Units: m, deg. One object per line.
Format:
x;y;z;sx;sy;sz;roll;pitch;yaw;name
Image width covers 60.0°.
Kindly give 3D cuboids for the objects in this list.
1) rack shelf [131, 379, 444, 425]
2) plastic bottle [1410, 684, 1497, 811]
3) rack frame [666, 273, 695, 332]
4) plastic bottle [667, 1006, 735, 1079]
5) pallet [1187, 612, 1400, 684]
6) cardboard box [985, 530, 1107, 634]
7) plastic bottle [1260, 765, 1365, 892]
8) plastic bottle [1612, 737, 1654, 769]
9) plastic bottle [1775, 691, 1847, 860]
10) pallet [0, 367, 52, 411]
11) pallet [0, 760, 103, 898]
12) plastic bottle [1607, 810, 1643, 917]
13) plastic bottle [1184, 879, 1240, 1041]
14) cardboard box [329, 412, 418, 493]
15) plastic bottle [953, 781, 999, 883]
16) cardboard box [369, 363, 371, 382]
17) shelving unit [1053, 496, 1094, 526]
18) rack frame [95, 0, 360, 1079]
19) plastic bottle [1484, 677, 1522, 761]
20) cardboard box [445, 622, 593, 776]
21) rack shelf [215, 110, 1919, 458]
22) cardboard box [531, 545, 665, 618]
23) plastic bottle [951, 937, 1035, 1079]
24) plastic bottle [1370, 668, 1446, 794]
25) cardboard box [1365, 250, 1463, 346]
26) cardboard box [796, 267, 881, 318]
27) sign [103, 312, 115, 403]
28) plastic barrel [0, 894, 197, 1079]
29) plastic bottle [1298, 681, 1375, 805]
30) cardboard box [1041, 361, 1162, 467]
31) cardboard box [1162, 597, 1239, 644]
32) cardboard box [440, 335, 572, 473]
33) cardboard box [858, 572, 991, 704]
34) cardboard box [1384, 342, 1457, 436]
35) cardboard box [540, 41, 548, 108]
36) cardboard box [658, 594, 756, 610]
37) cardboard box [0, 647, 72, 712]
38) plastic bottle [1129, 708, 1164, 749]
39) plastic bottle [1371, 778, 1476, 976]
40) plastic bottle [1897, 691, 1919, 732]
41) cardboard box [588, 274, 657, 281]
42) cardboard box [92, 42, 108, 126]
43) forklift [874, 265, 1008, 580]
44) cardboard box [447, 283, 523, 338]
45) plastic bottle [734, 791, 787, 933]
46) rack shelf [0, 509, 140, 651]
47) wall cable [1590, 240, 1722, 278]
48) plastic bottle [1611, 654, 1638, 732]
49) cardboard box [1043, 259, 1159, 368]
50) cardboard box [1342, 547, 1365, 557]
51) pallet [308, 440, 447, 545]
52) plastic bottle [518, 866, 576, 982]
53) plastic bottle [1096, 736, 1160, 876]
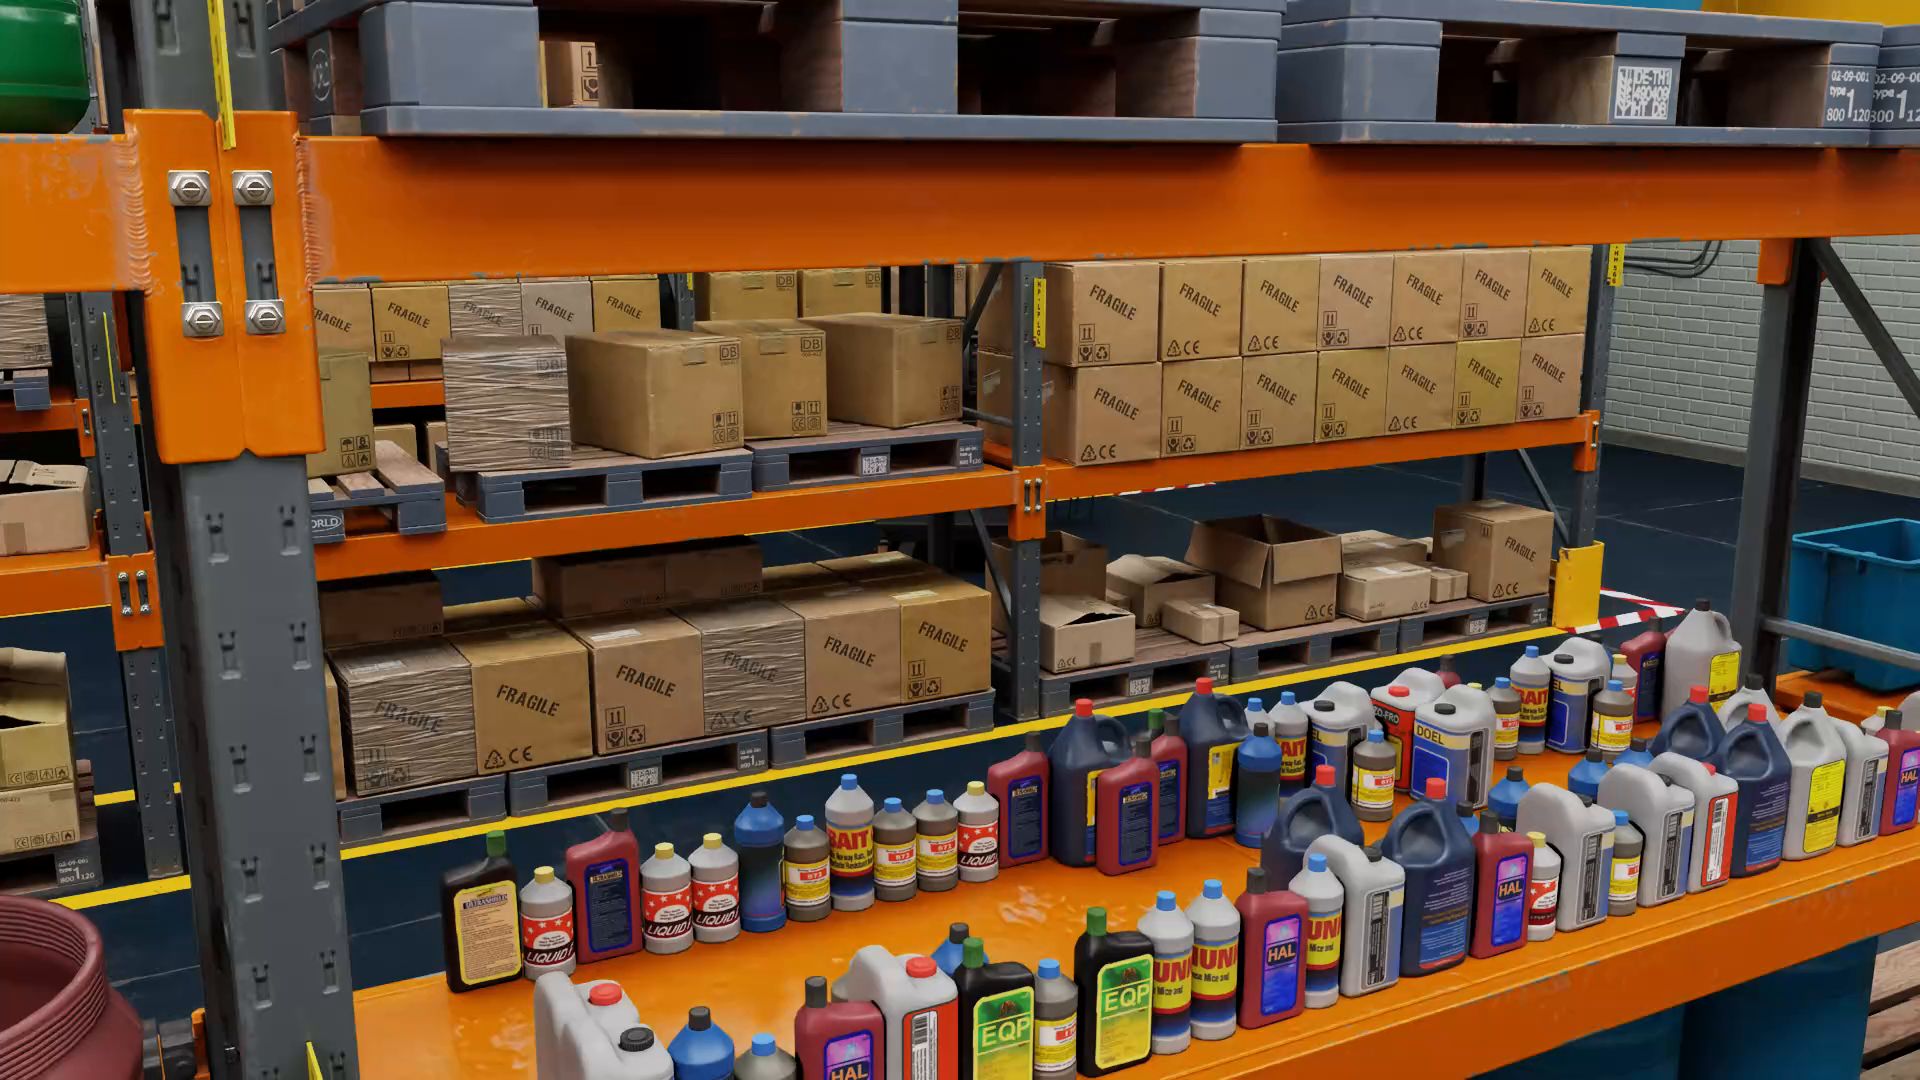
-4.019;-1.025;11.971;4.000;0.370;1.077;-7;14;-28;rack shelf
1.154;0.485;3.904;0.135;0.276;0.152;-7;14;-28;plastic bottle
-2.264;-1.586;12.827;0.127;3.000;1.000;-7;14;-28;rack frame
-0.378;0.816;2.444;0.097;0.271;0.097;0;13;0;plastic bottle
1.788;0.527;9.787;1.213;0.211;1.003;-7;14;-28;pallet
0.477;0.258;9.322;0.500;0.500;0.500;-7;14;-28;cardboard box
0.675;0.607;3.191;0.185;0.351;0.144;-7;14;-28;plastic bottle
1.453;0.559;3.588;0.097;0.271;0.097;0;13;0;plastic bottle
1.833;0.507;3.639;0.185;0.351;0.144;-7;14;-28;plastic bottle
-6.349;-0.977;10.554;1.003;0.211;1.213;-7;14;-28;pallet
-4.139;1.228;6.672;1.213;0.211;1.003;-7;14;-28;pallet
1.322;0.647;3.357;0.097;0.201;0.097;0;13;0;plastic bottle
0.433;0.719;2.876;0.097;0.271;0.097;0;13;0;plastic bottle
-4.294;-0.465;11.782;0.750;0.750;0.750;-7;14;-28;cardboard box
0.034;0.611;3.514;0.097;0.201;0.097;0;13;0;plastic bottle
-4.259;-1.184;11.563;0.250;0.149;0.380;-7;14;-27;cardboard box
0.947;-0.714;13.011;0.258;1.200;0.189;-8;25;-33;shelving unit
-1.028;0.744;2.473;0.127;3.000;1.000;-7;14;-28;rack frame
1.373;0.451;4.228;0.097;0.201;0.097;0;13;0;plastic bottle
-1.962;0.693;7.391;0.500;0.500;0.500;-7;14;-29;cardboard box
0.728;-0.579;3.158;4.000;0.370;1.077;-7;14;-28;rack shelf
-1.746;0.169;8.011;0.500;0.250;0.500;-7;15;-29;cardboard box
0.052;0.763;2.652;0.133;0.283;0.061;-7;14;-28;plastic bottle
1.082;0.456;4.034;0.135;0.276;0.152;-7;14;-28;plastic bottle
2.469;-1.381;9.409;0.500;0.500;0.500;-6;14;-26;cardboard box
-1.137;-1.862;13.370;0.700;0.700;0.980;-7;15;-29;cardboard box
-3.129;-0.670;6.116;0.005;0.325;0.100;-7;14;-28;sign
-1.290;0.784;1.982;0.708;0.536;0.600;-7;14;-28;plastic barrel
0.878;0.480;3.925;0.135;0.276;0.152;-7;14;-28;plastic bottle
0.691;-0.682;8.581;0.500;0.500;0.500;-6;14;-26;cardboard box
1.340;0.440;9.273;0.250;0.166;0.380;-7;14;-28;cardboard box
-2.005;-0.612;7.315;0.500;0.500;0.700;-4;13;-17;cardboard box
-0.183;0.480;8.337;0.500;0.500;0.500;-7;14;-28;cardboard box
2.467;-0.896;9.529;0.500;0.500;0.500;-7;14;-27;cardboard box
-2.127;-1.884;7.091;0.500;0.500;0.910;-7;14;-28;cardboard box
-1.333;0.486;8.309;0.500;0.500;0.500;-7;14;-27;cardboard box
-3.998;0.650;6.918;0.500;0.311;0.500;-6;14;-26;cardboard box
0.405;0.522;3.724;0.133;0.283;0.061;-7;14;-28;plastic bottle
0.866;0.622;3.124;0.185;0.351;0.144;-7;14;-28;plastic bottle
2.292;0.487;3.896;0.135;0.276;0.152;-7;14;-28;plastic bottle
-2.551;-2.058;12.261;0.500;0.250;0.500;-6;14;-26;cardboard box
-5.385;-2.954;10.840;0.500;0.500;0.700;-8;15;-32;cardboard box
-0.030;-1.293;11.677;1.130;2.935;3.031;1;13;3;forklift
-3.436;-1.586;11.875;0.500;0.500;0.500;-7;14;-28;cardboard box
-0.394;0.628;3.279;0.097;0.271;0.097;0;13;0;plastic bottle
-5.153;0.350;5.861;4.000;0.370;1.077;-7;14;-28;rack shelf
6.383;-3.945;16.717;0.112;2.526;3.097;-7;14;-28;wall cable
1.747;0.406;4.427;0.097;0.201;0.097;0;13;0;plastic bottle
0.661;-1.164;8.445;0.500;0.500;0.500;-6;14;-26;cardboard box
2.133;0.182;10.231;0.500;0.250;0.500;-7;14;-28;cardboard box
-2.837;-0.203;7.115;1.003;0.211;1.213;-7;14;-28;pallet
-0.767;0.707;3.088;0.097;0.201;0.097;0;13;0;plastic bottle
0.357;0.564;3.538;0.133;0.283;0.061;-7;14;-28;plastic bottle
